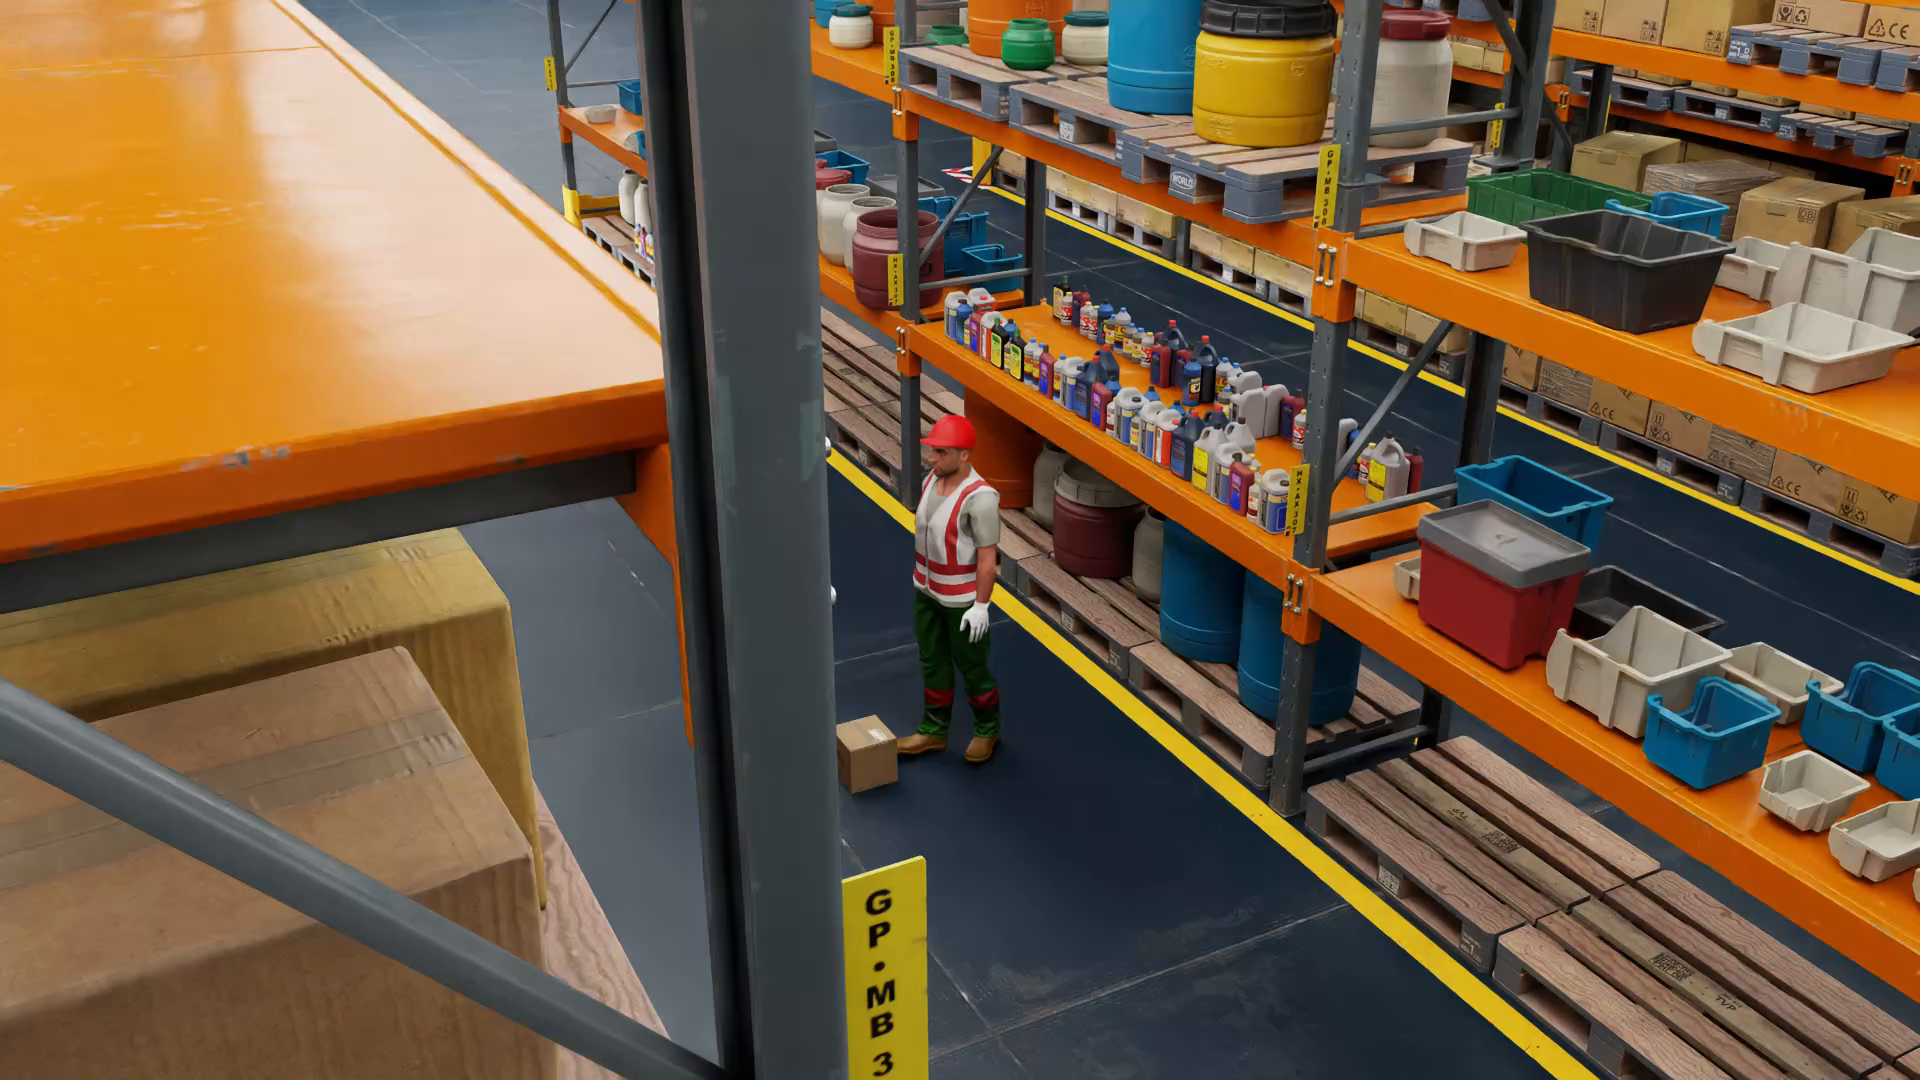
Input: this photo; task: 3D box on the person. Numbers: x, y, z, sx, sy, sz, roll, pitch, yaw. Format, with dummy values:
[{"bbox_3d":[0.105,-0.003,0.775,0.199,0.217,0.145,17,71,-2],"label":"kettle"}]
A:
[{"bbox_3d":[-0.054,0.261,8.016,0.516,1.798,0.585,-19,31,-35],"label":"person"}]
